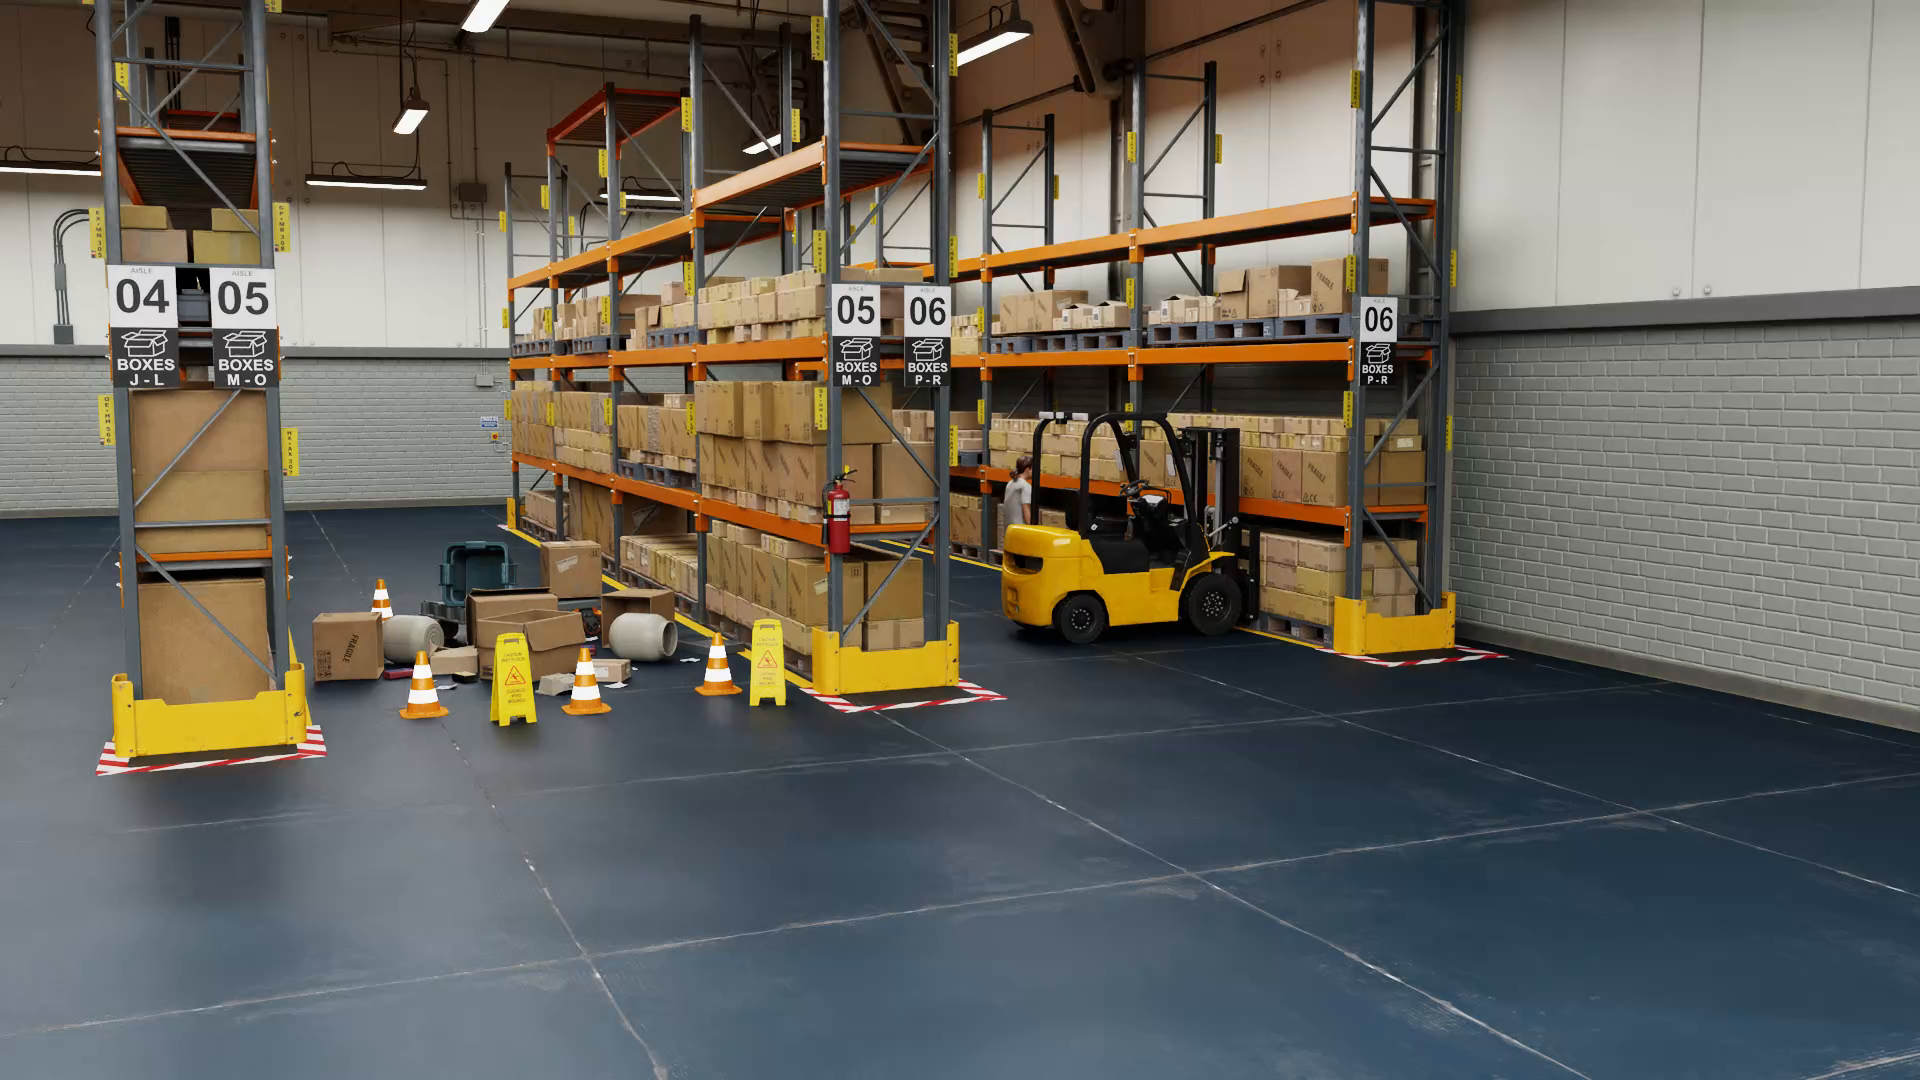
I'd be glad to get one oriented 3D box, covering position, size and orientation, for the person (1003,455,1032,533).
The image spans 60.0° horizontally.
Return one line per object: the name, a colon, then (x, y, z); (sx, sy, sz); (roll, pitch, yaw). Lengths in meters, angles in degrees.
person: (0.652, -0.058, 17.564); (0.357, 1.673, 0.486); (-2, 6, -23)
